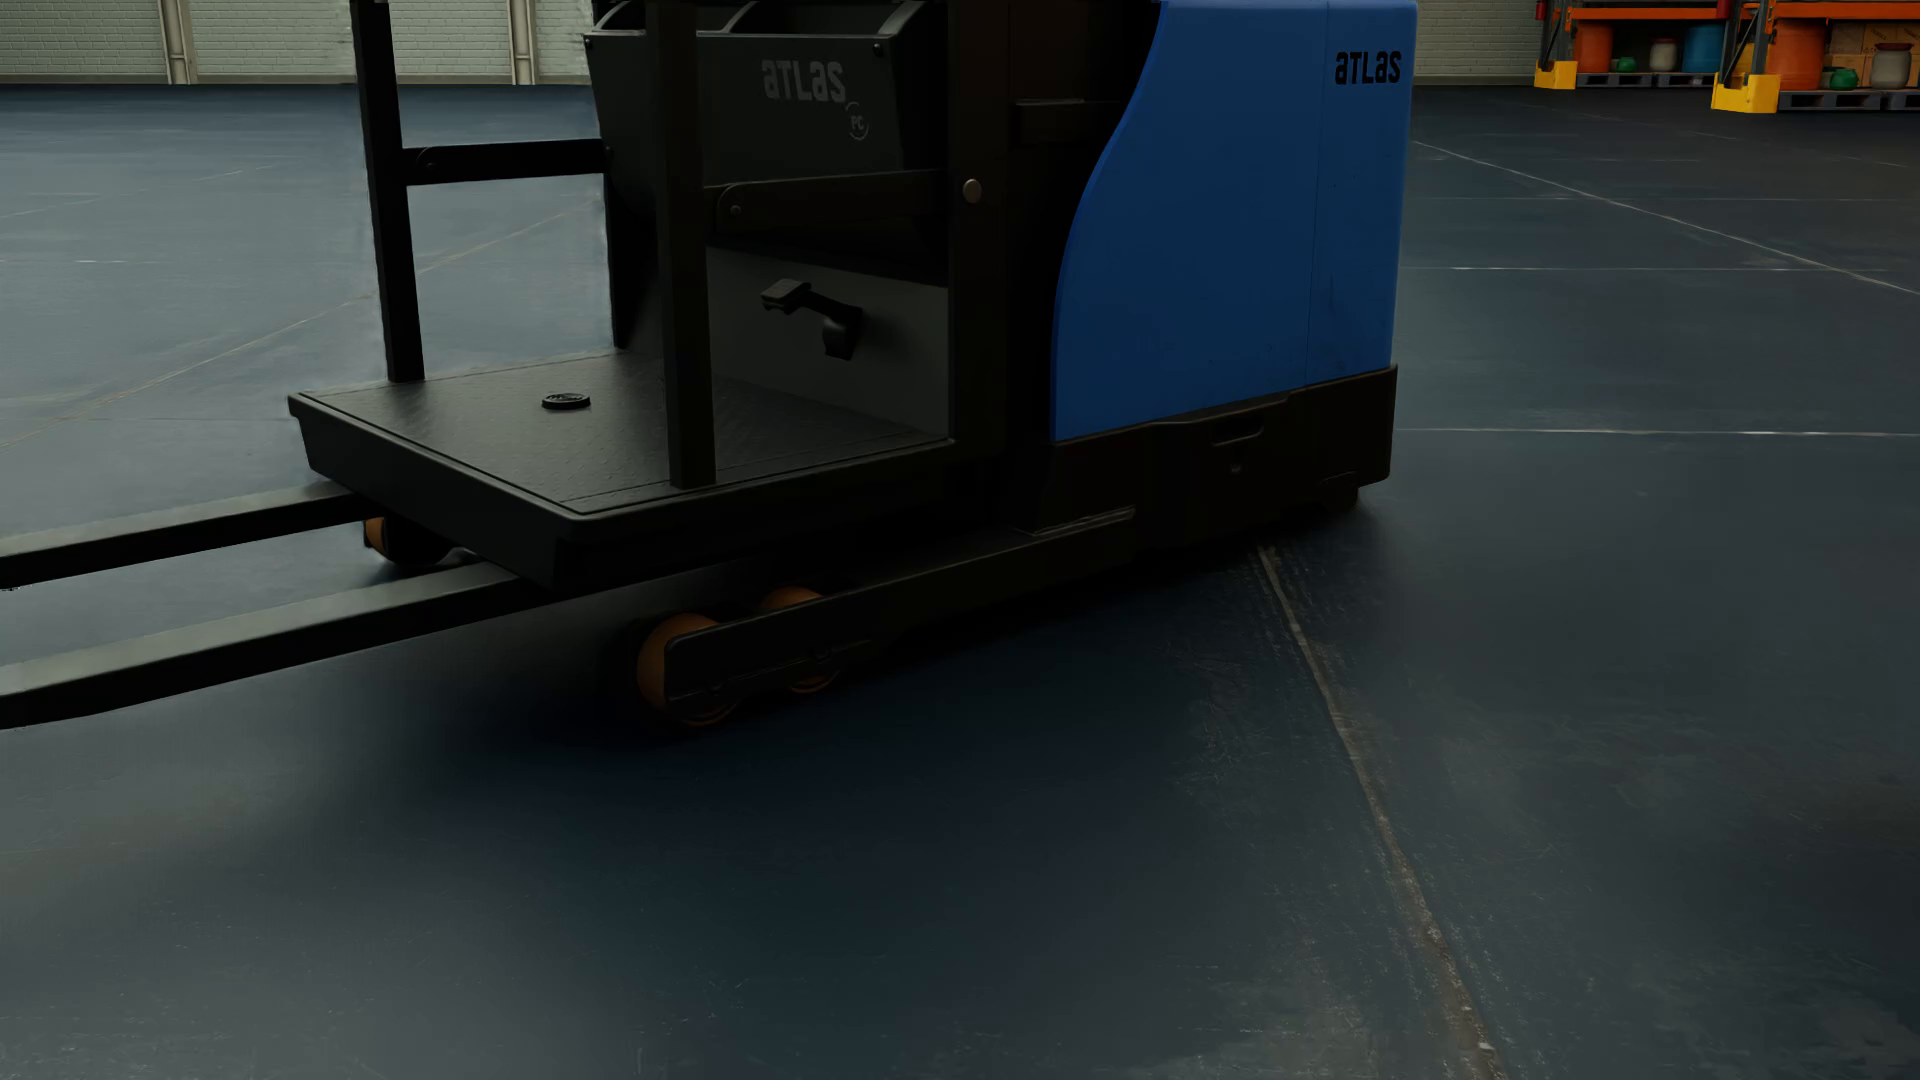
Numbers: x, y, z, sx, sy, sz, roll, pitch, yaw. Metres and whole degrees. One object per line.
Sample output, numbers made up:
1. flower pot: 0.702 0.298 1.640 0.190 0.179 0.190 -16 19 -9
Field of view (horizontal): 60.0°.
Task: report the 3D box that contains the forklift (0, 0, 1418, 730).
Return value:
1. forklift: -0.514 -1.297 2.605 3.031 2.935 1.130 -15 22 -39
